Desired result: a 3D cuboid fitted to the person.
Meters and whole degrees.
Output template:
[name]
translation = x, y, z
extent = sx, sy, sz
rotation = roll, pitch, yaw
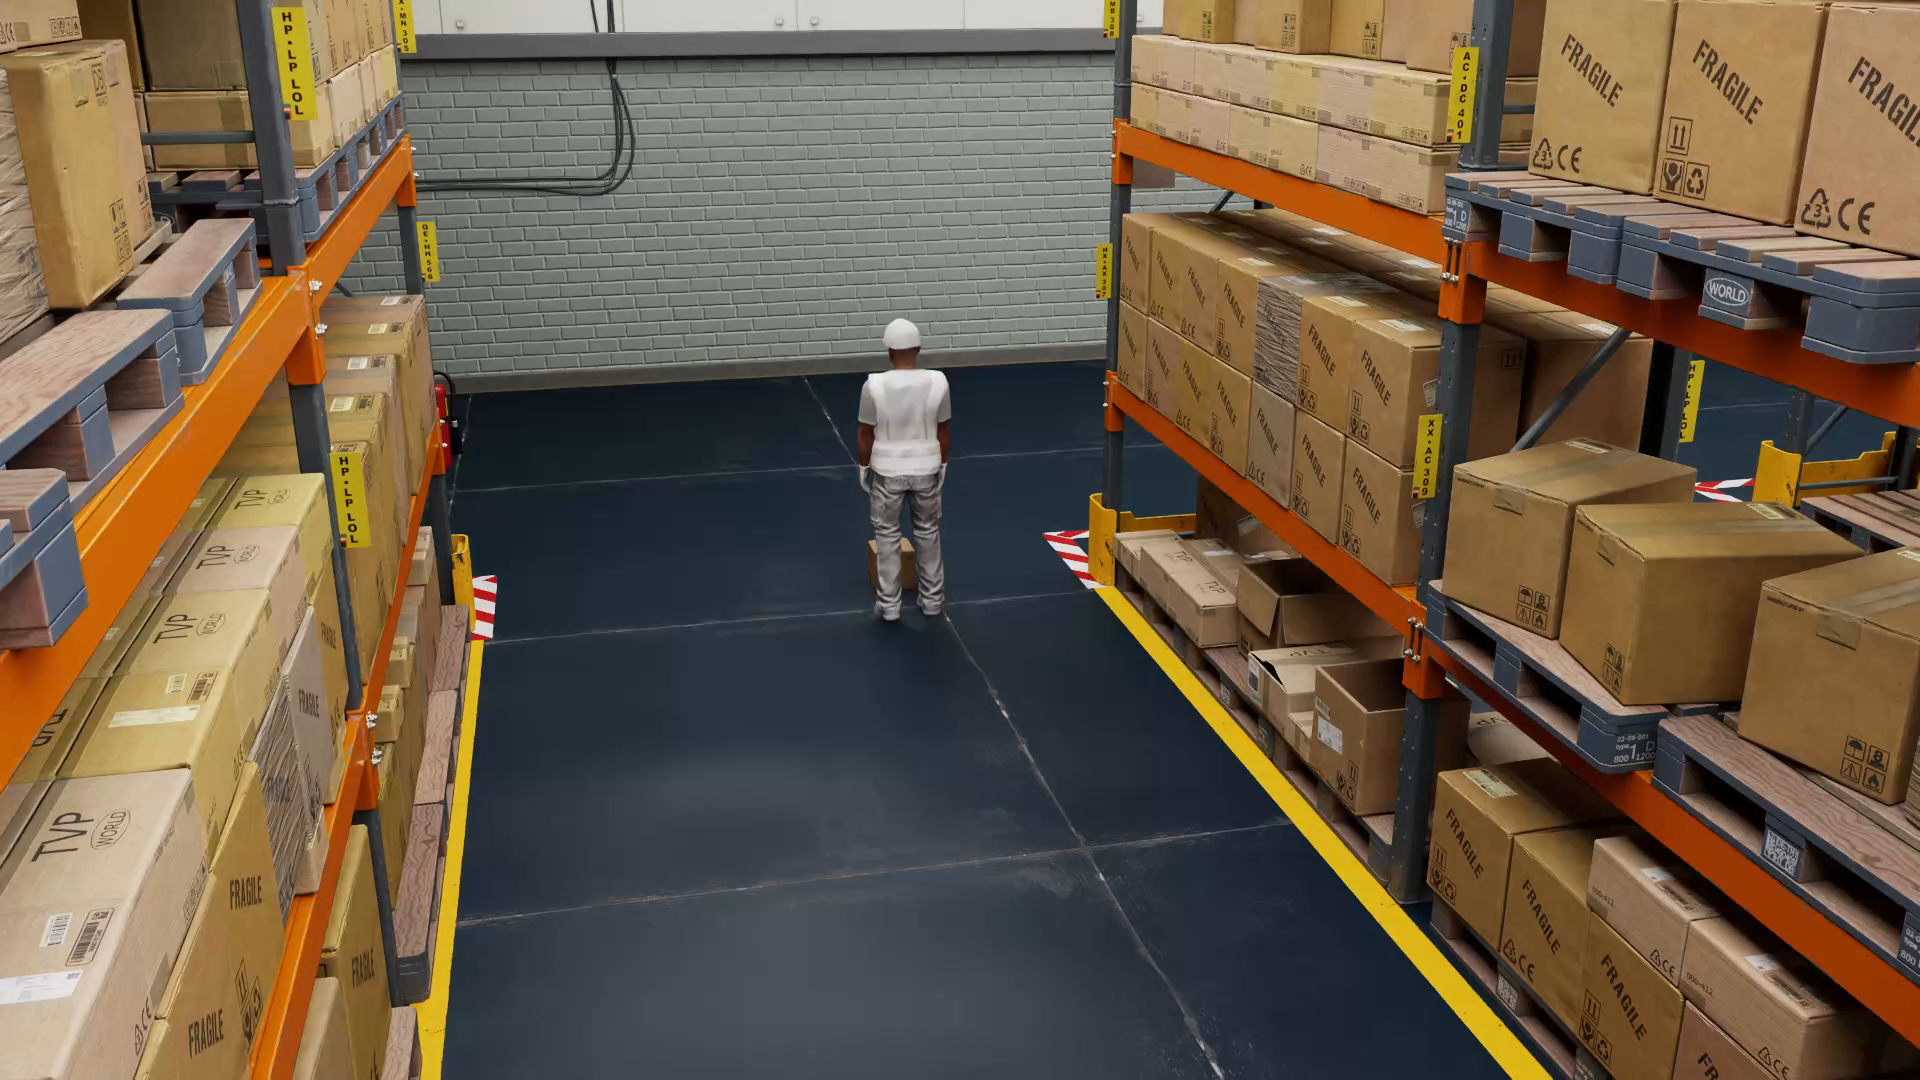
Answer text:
[person]
translation = -0.329, -0.404, 9.707
extent = 0.547, 1.791, 0.361
rotation = -4, 20, -11
